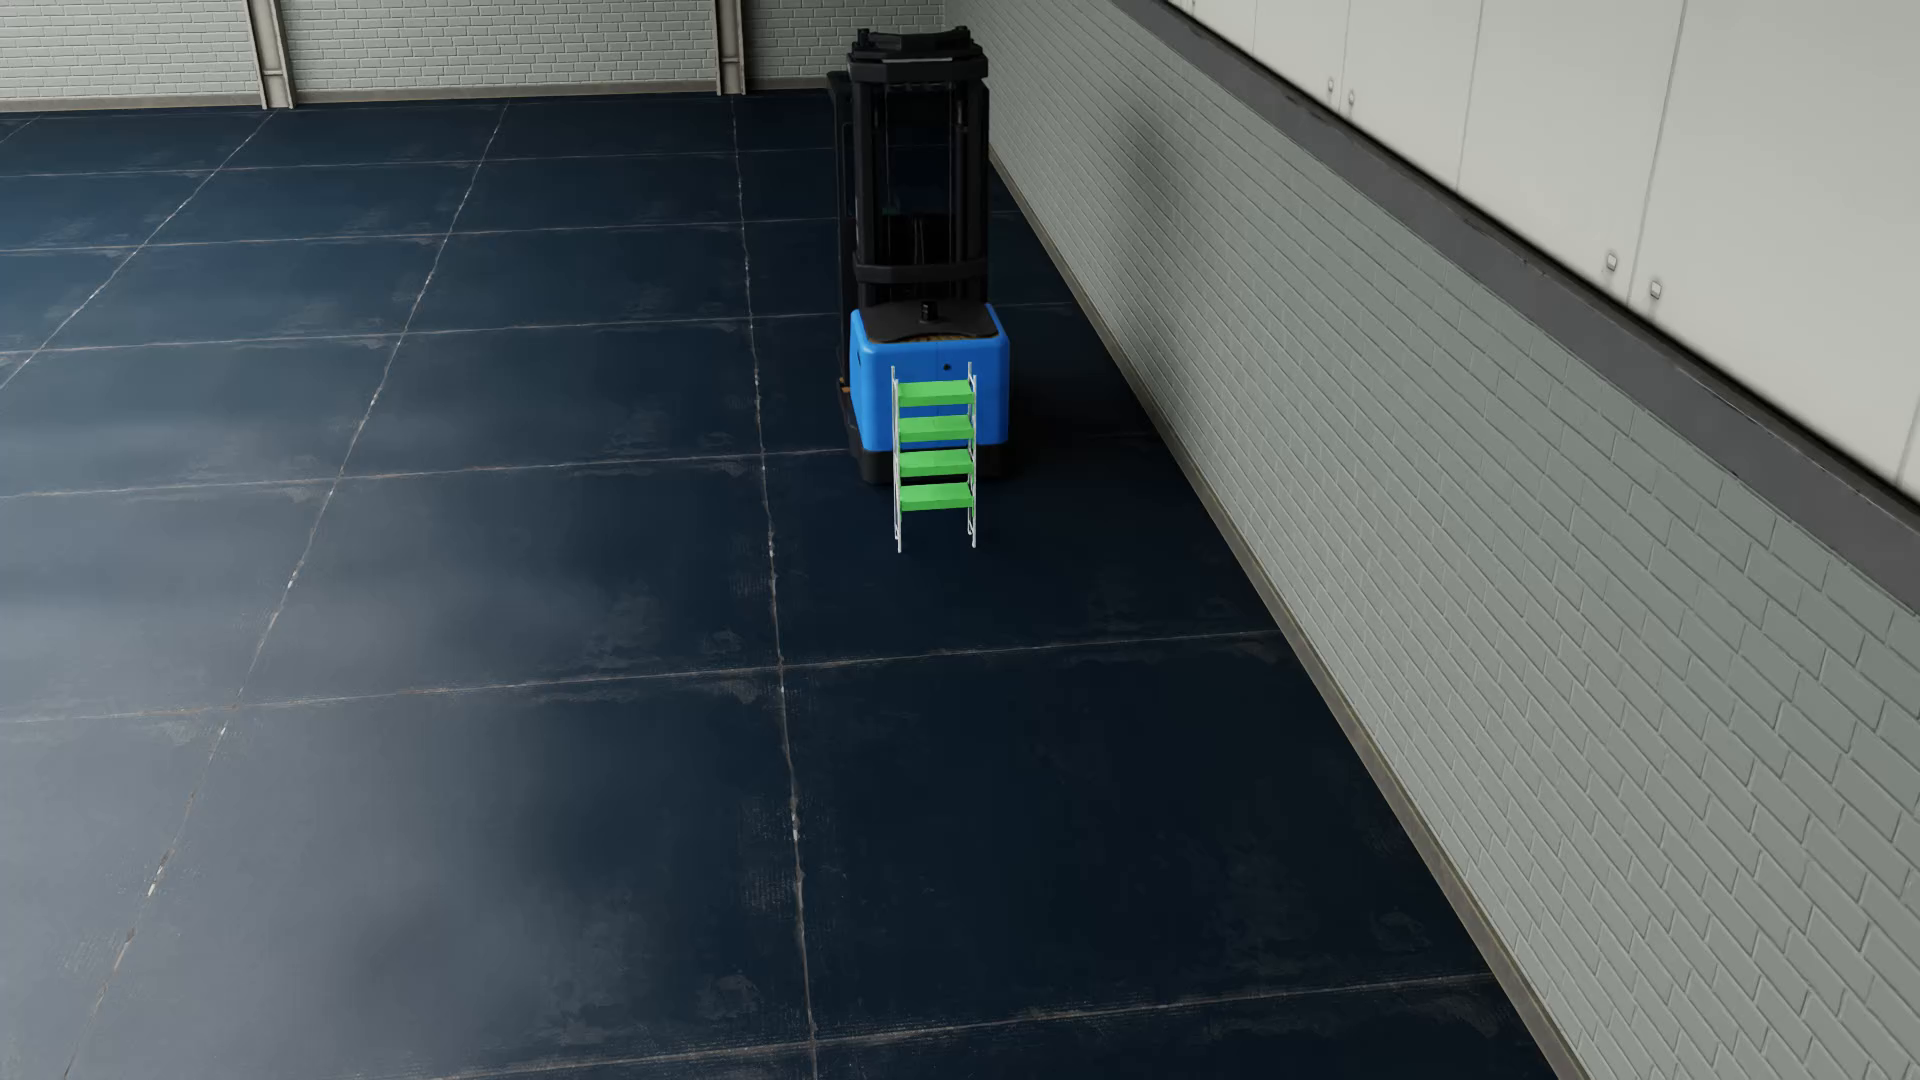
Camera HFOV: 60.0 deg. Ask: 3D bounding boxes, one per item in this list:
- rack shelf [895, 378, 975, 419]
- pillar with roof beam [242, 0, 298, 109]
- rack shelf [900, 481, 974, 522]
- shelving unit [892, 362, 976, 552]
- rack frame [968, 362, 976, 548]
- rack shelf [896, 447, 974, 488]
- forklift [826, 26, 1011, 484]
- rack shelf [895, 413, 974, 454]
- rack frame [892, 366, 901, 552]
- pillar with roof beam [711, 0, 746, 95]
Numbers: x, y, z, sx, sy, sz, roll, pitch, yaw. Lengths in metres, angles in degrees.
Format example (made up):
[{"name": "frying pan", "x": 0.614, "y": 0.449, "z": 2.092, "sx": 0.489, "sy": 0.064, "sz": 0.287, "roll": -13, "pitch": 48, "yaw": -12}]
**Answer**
[{"name": "rack shelf", "x": -0.164, "y": -0.894, "z": 10.468, "sx": 0.480, "sy": 0.148, "sz": 0.258, "roll": -4, "pitch": 27, "yaw": -7}, {"name": "pillar with roof beam", "x": -8.506, "y": -7.875, "z": 16.442, "sx": 0.400, "sy": 9.000, "sz": 9.100, "roll": -4, "pitch": 27, "yaw": -7}, {"name": "rack shelf", "x": -0.164, "y": -0.253, "z": 10.797, "sx": 0.480, "sy": 0.148, "sz": 0.258, "roll": -4, "pitch": 27, "yaw": -7}, {"name": "shelving unit", "x": -0.164, "y": -0.523, "z": 10.658, "sx": 0.503, "sy": 1.200, "sz": 0.258, "roll": -4, "pitch": 27, "yaw": -7}, {"name": "rack frame", "x": 0.078, "y": -0.539, "z": 10.688, "sx": 0.015, "sy": 1.200, "sz": 0.240, "roll": -4, "pitch": 27, "yaw": -7}, {"name": "rack shelf", "x": -0.164, "y": -0.466, "z": 10.687, "sx": 0.480, "sy": 0.148, "sz": 0.258, "roll": -4, "pitch": 27, "yaw": -7}, {"name": "forklift", "x": -0.376, "y": -2.343, "z": 12.308, "sx": 1.130, "sy": 2.935, "sz": 3.031, "roll": -4, "pitch": 27, "yaw": -8}, {"name": "rack shelf", "x": -0.164, "y": -0.680, "z": 10.578, "sx": 0.480, "sy": 0.148, "sz": 0.258, "roll": -4, "pitch": 27, "yaw": -7}, {"name": "rack frame", "x": -0.406, "y": -0.508, "z": 10.628, "sx": 0.015, "sy": 1.200, "sz": 0.240, "roll": -4, "pitch": 27, "yaw": -7}, {"name": "pillar with roof beam", "x": -2.565, "y": -8.256, "z": 17.186, "sx": 0.400, "sy": 9.000, "sz": 9.100, "roll": -4, "pitch": 27, "yaw": -7}]
